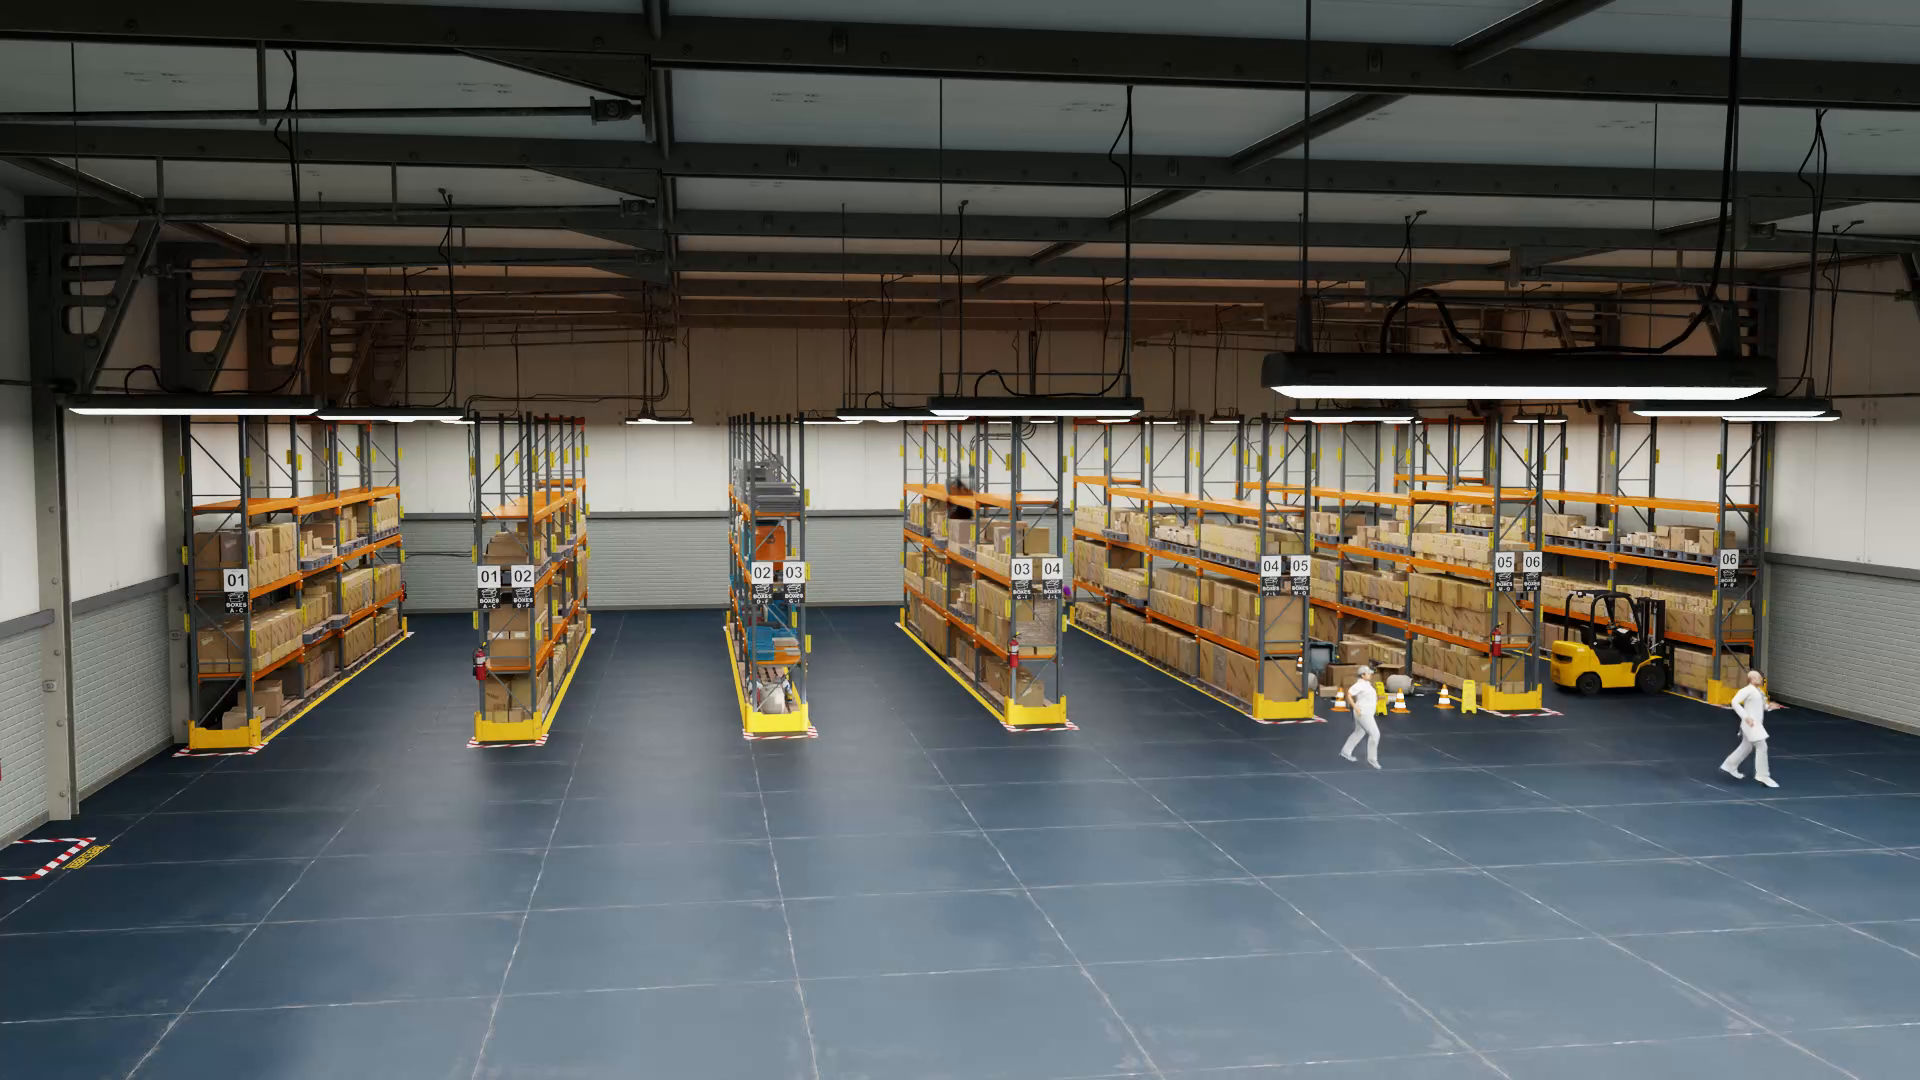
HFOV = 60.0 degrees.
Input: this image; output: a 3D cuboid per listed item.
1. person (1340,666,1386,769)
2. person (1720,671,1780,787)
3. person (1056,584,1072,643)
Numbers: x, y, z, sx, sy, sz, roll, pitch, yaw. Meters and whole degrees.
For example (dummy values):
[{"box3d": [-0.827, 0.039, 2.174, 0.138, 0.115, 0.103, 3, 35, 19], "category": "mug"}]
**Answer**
[{"box3d": [6.795, 2.986, 28.072, 0.764, 1.729, 0.579, 1, 4, 21], "category": "person"}, {"box3d": [12.710, 3.004, 26.710, 0.893, 1.821, 0.699, 3, 5, 34], "category": "person"}, {"box3d": [2.648, 1.810, 44.510, 0.676, 1.794, 0.909, 0, 4, -2], "category": "person"}]
